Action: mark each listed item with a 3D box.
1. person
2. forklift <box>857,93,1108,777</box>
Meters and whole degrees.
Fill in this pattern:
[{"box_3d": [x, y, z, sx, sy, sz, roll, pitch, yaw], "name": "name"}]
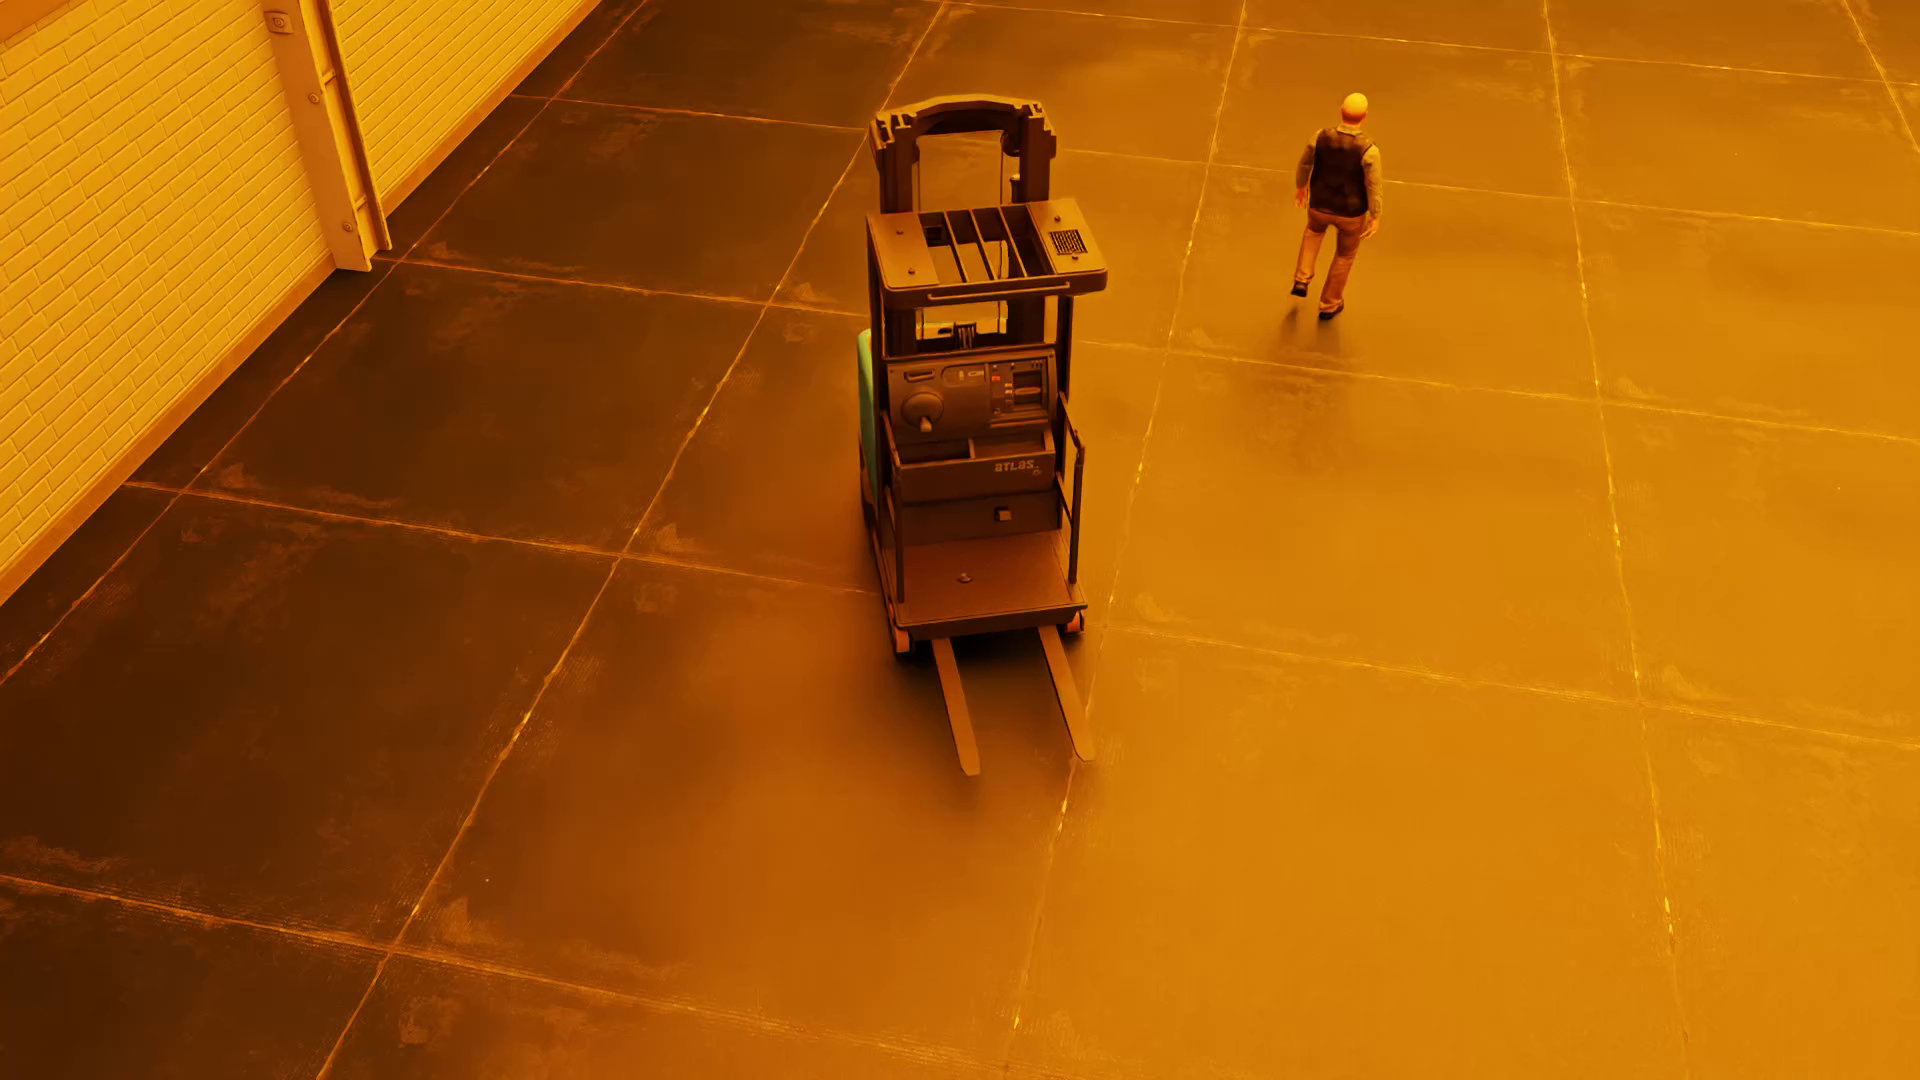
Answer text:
[{"box_3d": [2.718, -2.415, 11.931, 0.667, 1.702, 0.474, 19, 43, 22], "name": "person"}, {"box_3d": [0.108, -0.732, 8.931, 1.130, 2.935, 3.031, -6, 40, -8], "name": "forklift"}]
